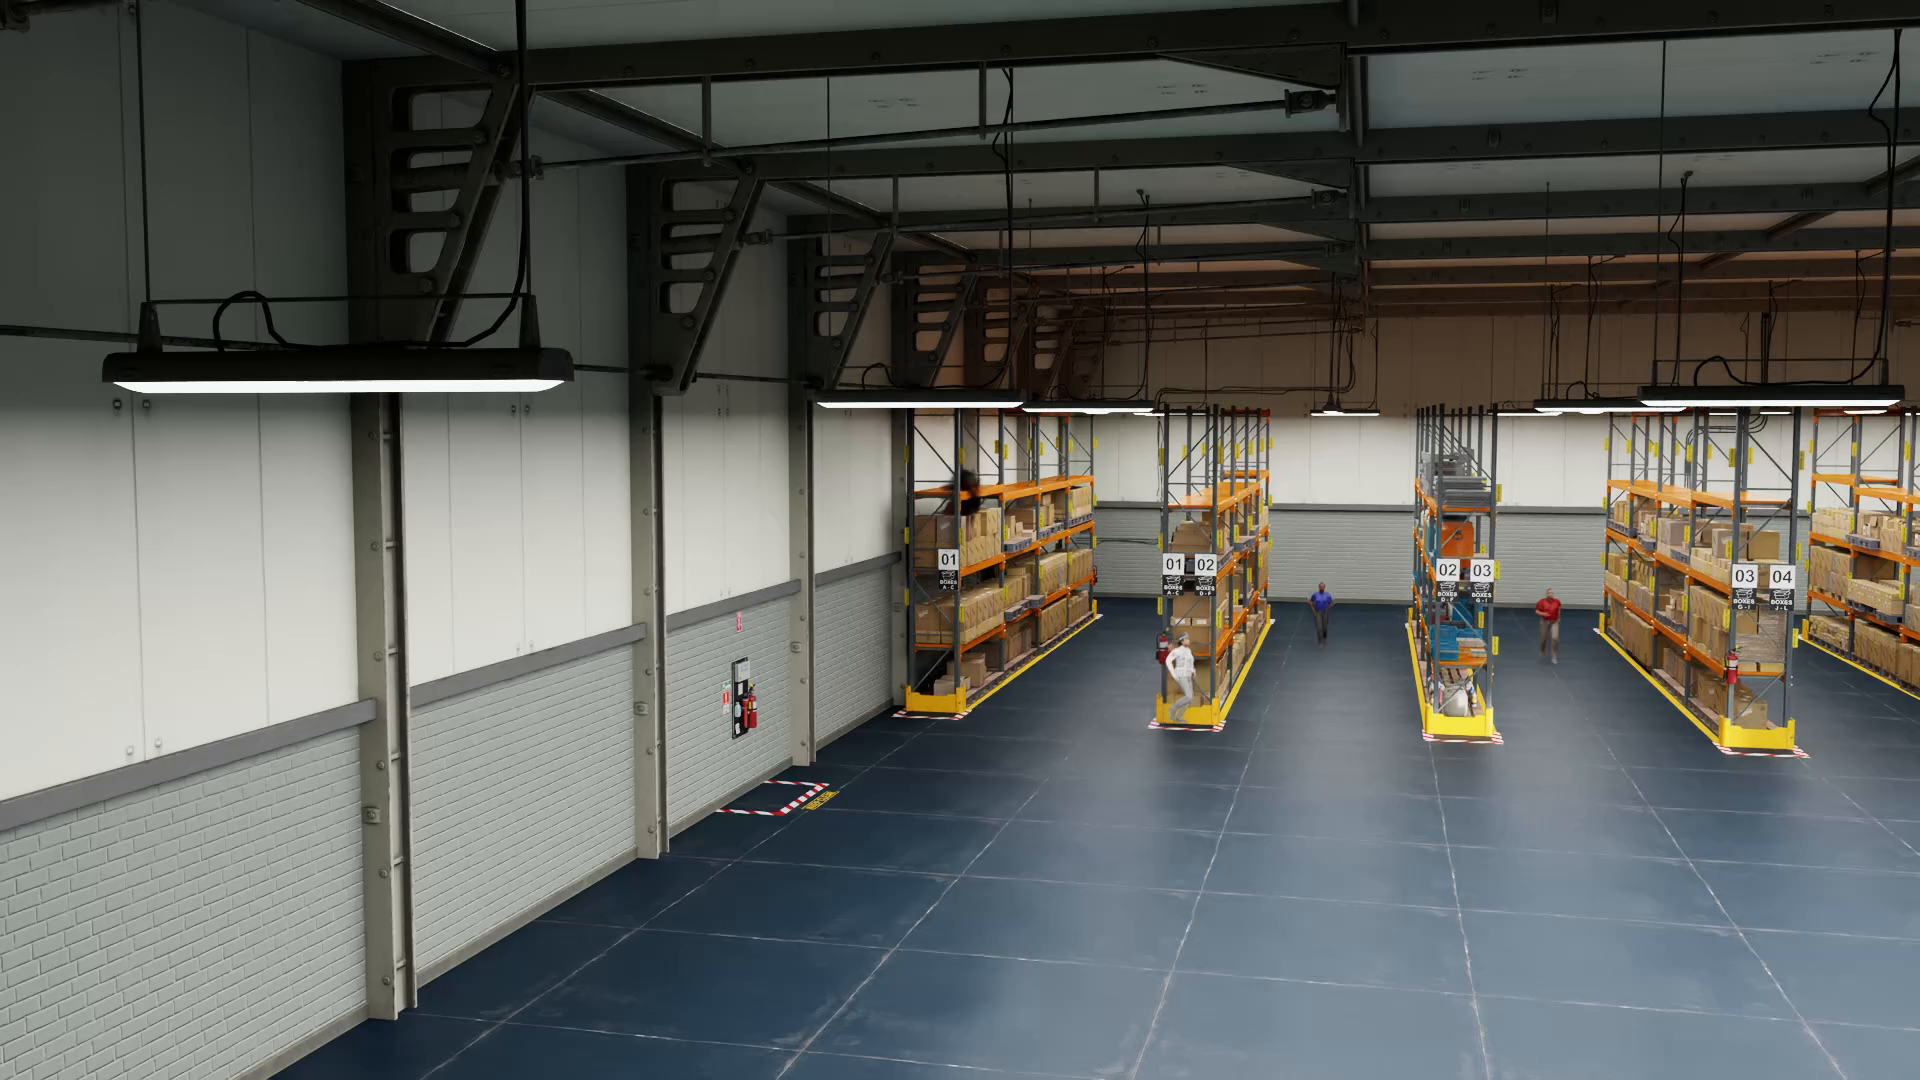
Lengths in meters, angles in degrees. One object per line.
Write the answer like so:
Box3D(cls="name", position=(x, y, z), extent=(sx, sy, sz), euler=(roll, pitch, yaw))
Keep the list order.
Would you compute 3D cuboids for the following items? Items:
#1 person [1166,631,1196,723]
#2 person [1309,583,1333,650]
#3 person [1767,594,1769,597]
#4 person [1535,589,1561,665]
Box3D(cls="person", position=(4.018, 2.448, 29.740), extent=(0.470, 1.624, 0.657), euler=(3, 5, 36))
Box3D(cls="person", position=(9.032, 1.882, 41.592), extent=(0.585, 1.650, 0.727), euler=(1, 4, 10))
Box3D(cls="person", position=(18.879, 2.042, 38.613), extent=(0.610, 1.694, 0.848), euler=(1, 4, 16))
Box3D(cls="person", position=(13.829, 2.015, 39.103), extent=(0.608, 1.764, 0.900), euler=(1, 4, 11))
